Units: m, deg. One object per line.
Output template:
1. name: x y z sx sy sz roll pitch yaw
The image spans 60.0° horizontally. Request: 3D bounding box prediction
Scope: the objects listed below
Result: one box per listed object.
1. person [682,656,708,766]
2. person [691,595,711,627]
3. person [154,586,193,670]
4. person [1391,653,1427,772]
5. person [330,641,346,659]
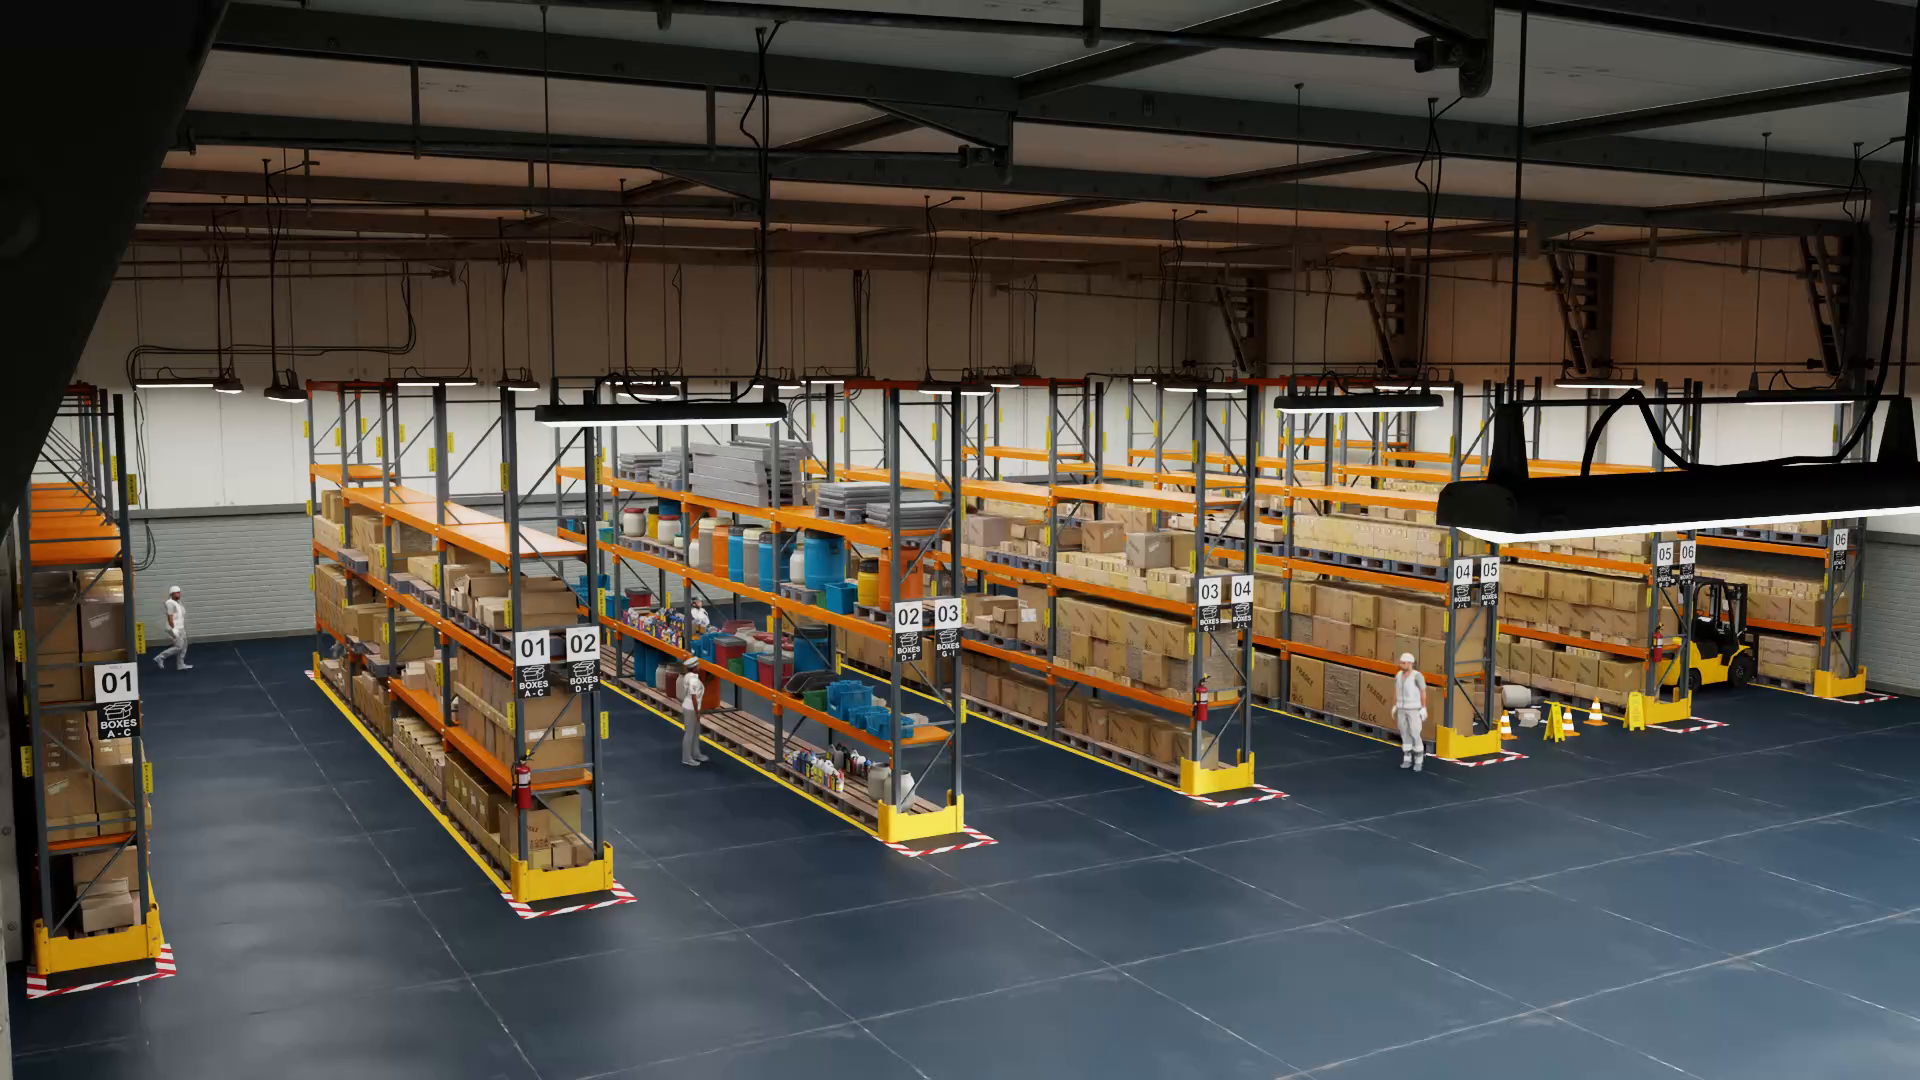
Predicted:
1. person: -4.208 2.691 26.339 0.397 1.706 0.507 -1 6 -5
2. person: -5.293 1.929 33.716 0.534 1.635 0.968 -4 7 -35
3. person: -16.192 1.813 34.163 0.726 1.752 0.615 -3 7 -25
4. person: 7.013 2.681 26.025 0.380 1.820 0.612 -5 8 -38
5. person: -13.073 1.738 35.322 0.499 1.654 0.512 1 6 12
